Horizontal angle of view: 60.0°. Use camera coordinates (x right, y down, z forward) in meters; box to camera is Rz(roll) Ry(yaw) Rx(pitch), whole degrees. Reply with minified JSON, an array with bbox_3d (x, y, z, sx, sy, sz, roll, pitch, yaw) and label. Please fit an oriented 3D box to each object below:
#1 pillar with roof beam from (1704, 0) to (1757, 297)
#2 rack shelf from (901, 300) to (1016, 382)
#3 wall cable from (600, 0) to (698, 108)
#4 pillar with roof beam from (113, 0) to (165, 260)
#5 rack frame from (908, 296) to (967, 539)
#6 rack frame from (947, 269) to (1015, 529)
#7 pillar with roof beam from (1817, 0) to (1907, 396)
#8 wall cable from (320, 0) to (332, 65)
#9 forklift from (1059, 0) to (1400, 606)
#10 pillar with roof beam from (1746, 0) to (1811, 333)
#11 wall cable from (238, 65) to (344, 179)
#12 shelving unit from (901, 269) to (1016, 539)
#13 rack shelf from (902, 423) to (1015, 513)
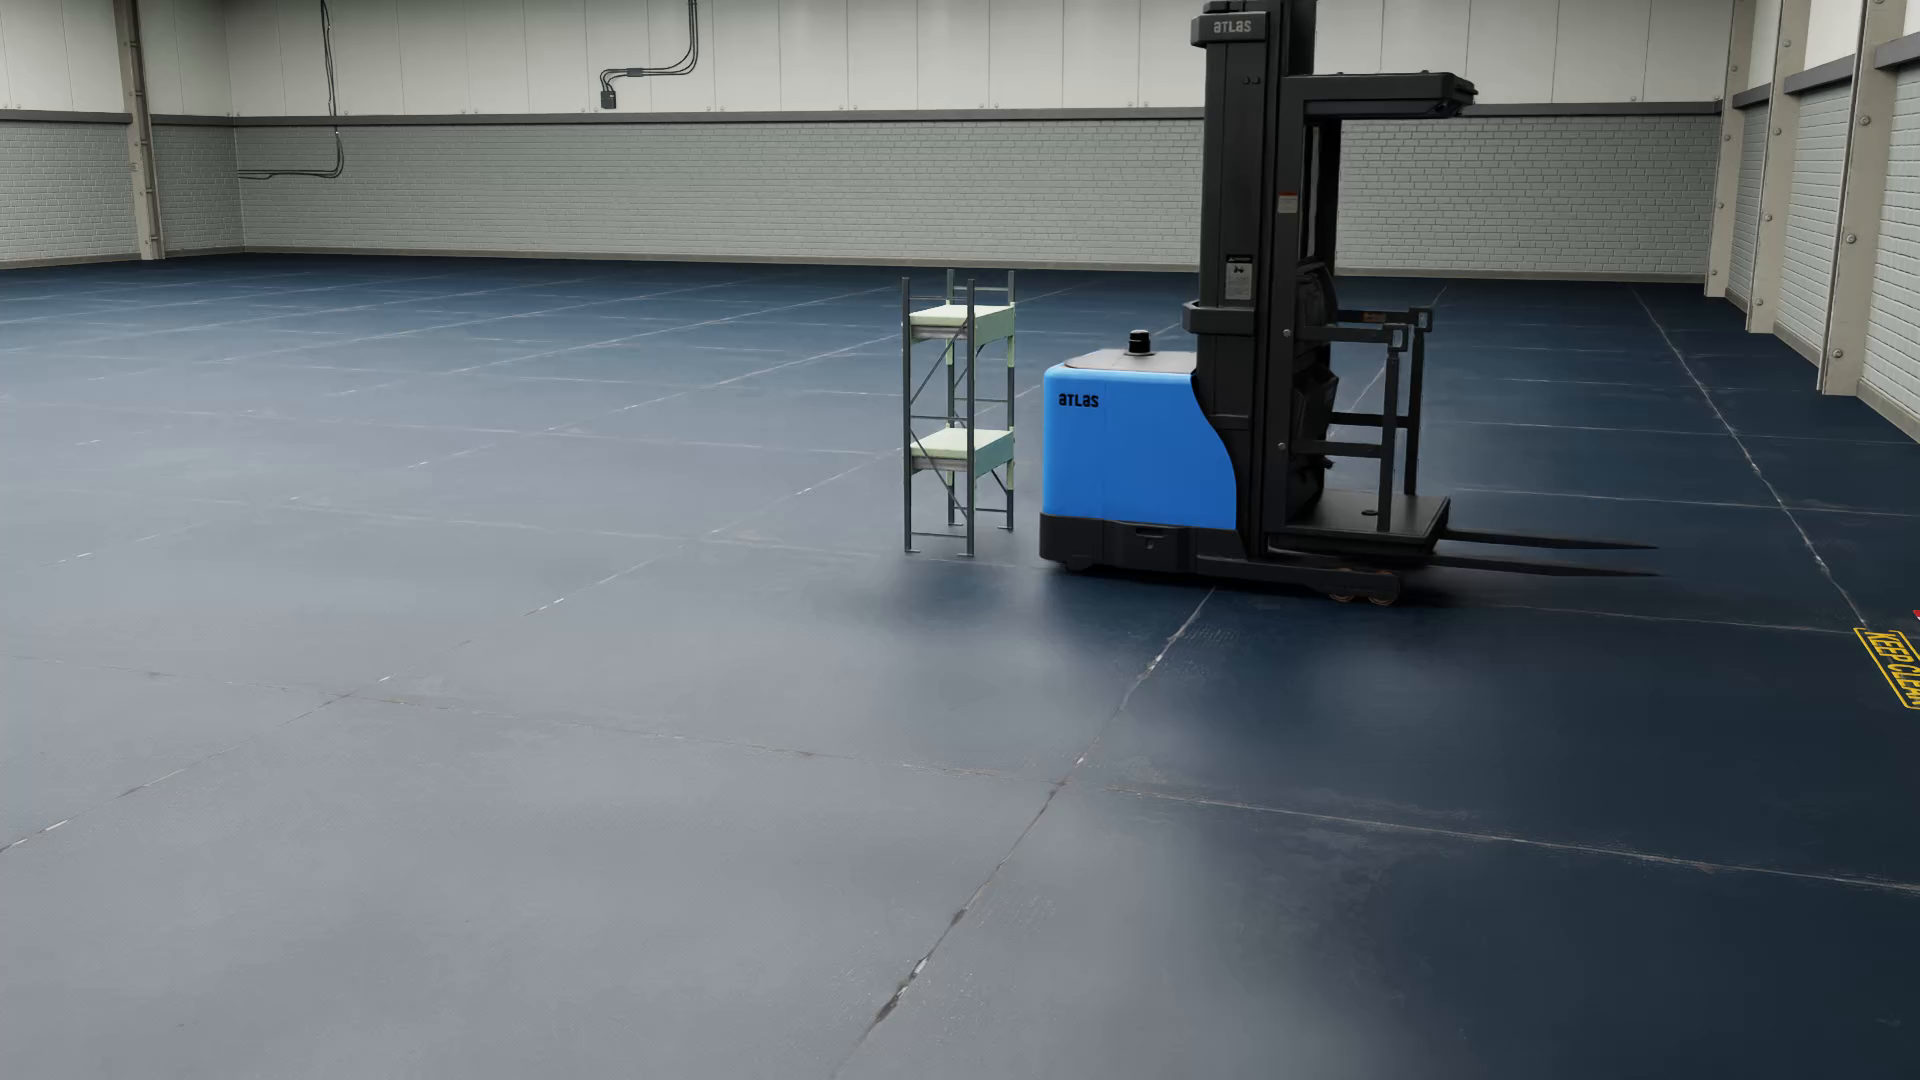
[{"bbox_3d":[8.005,-8.601,26.946,9.100,9.000,0.400,4,14,18],"label":"pillar with roof beam"},{"bbox_3d":[0.002,-1.113,9.240,0.431,0.370,0.720,4,14,18],"label":"rack shelf"},{"bbox_3d":[-6.545,-12.055,34.438,2.305,6.003,0.169,4,14,18],"label":"wall cable"},{"bbox_3d":[-13.653,-10.249,34.167,9.100,9.000,0.400,4,14,18],"label":"pillar with roof beam"},{"bbox_3d":[-0.118,-0.656,8.990,0.380,1.308,0.010,4,14,18],"label":"rack frame"},{"bbox_3d":[0.121,-0.810,9.665,0.400,1.500,0.023,4,14,18],"label":"rack frame"},{"bbox_3d":[4.123,-6.074,15.877,9.100,9.000,0.400,4,14,18],"label":"pillar with roof beam"},{"bbox_3d":[-12.963,-11.837,36.756,3.097,2.526,0.112,4,14,18],"label":"wall cable"},{"bbox_3d":[-10.019,-0.966,7.277,22.305,2.867,12.119,5,14,21],"label":"forklift"},{"bbox_3d":[6.064,-7.337,21.412,9.100,9.000,0.400,4,14,18],"label":"pillar with roof beam"},{"bbox_3d":[-15.522,-9.570,38.171,3.097,2.526,0.112,4,14,18],"label":"wall cable"},{"bbox_3d":[0.003,-0.733,9.330,0.431,1.500,0.748,4,14,18],"label":"shelving unit"},{"bbox_3d":[0.002,-0.415,9.400,0.431,0.370,0.720,4,14,18],"label":"rack shelf"}]
